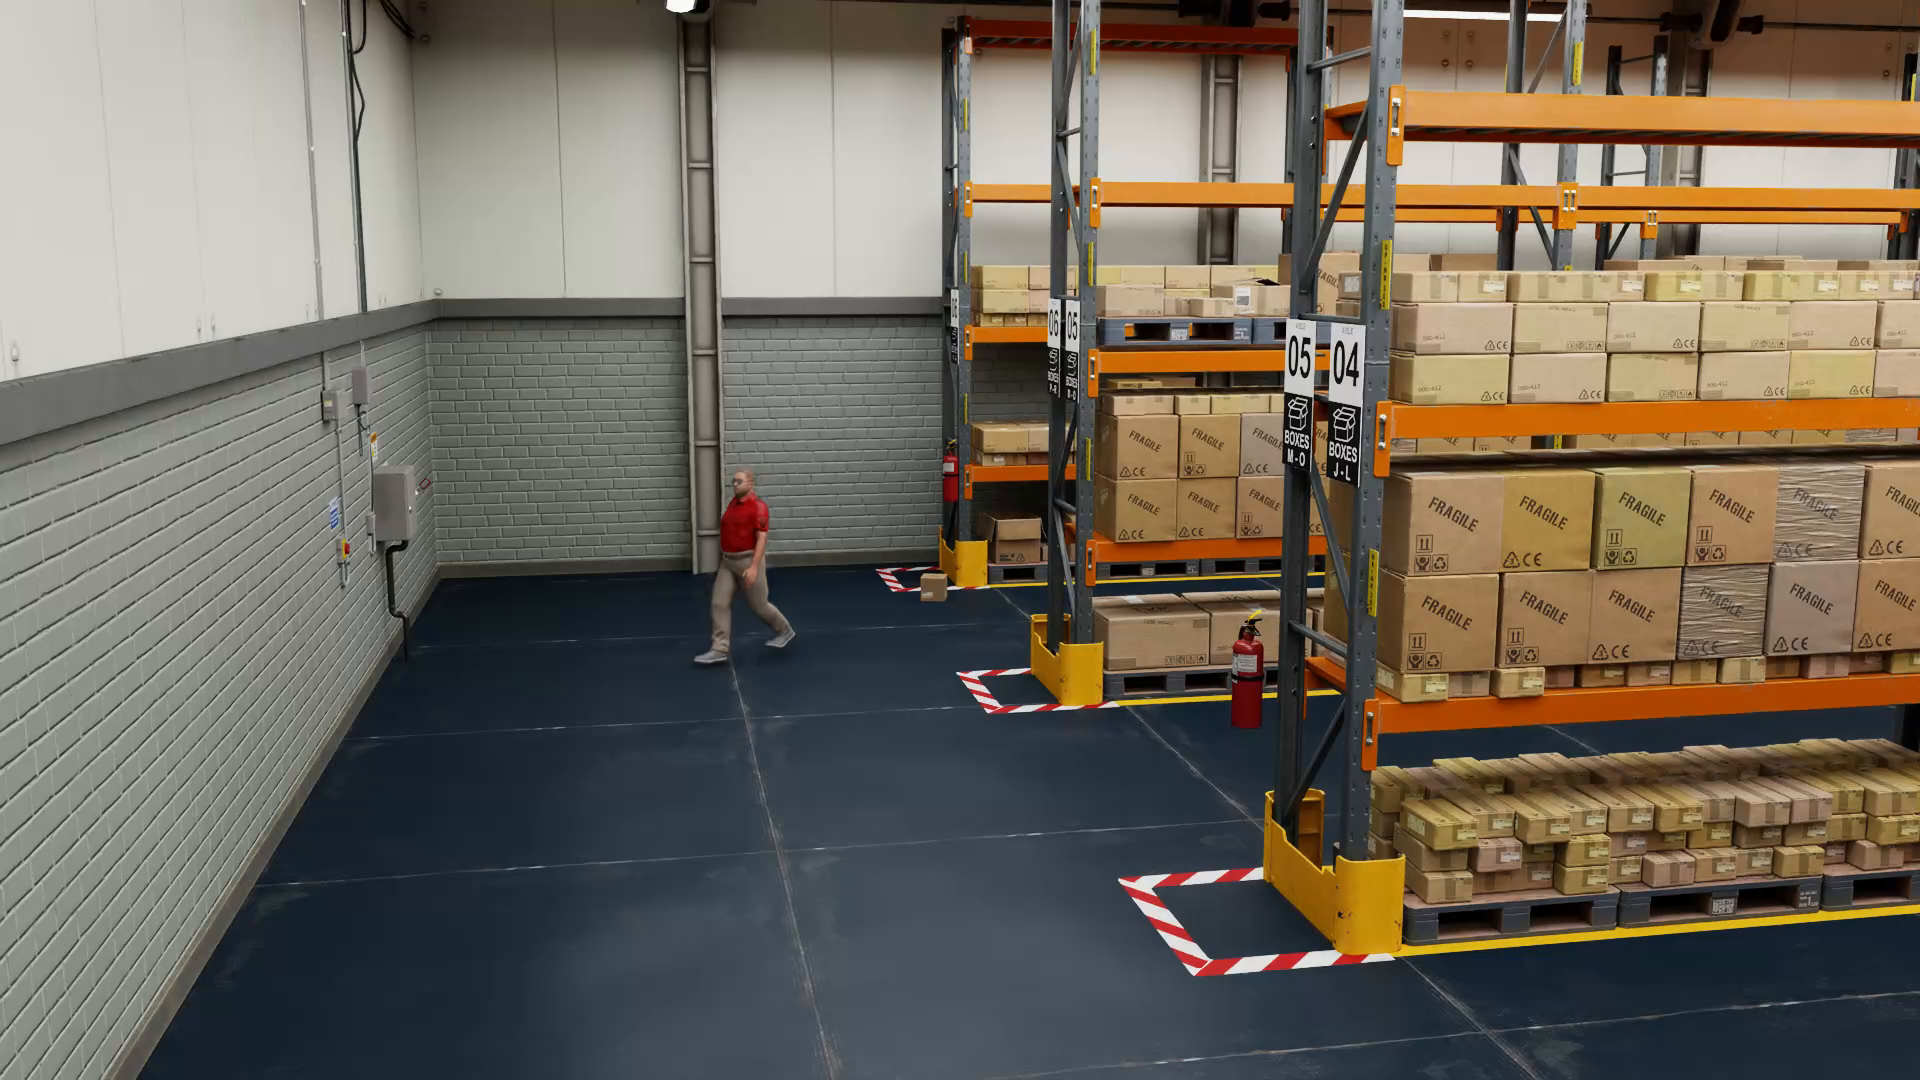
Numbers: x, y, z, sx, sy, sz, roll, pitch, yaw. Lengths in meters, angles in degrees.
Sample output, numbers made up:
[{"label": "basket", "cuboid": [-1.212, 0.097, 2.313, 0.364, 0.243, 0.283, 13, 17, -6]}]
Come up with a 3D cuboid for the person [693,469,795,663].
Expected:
[{"label": "person", "cuboid": [-1.899, 0.219, 14.628, 0.553, 1.674, 0.978, 9, 13, 42]}]
